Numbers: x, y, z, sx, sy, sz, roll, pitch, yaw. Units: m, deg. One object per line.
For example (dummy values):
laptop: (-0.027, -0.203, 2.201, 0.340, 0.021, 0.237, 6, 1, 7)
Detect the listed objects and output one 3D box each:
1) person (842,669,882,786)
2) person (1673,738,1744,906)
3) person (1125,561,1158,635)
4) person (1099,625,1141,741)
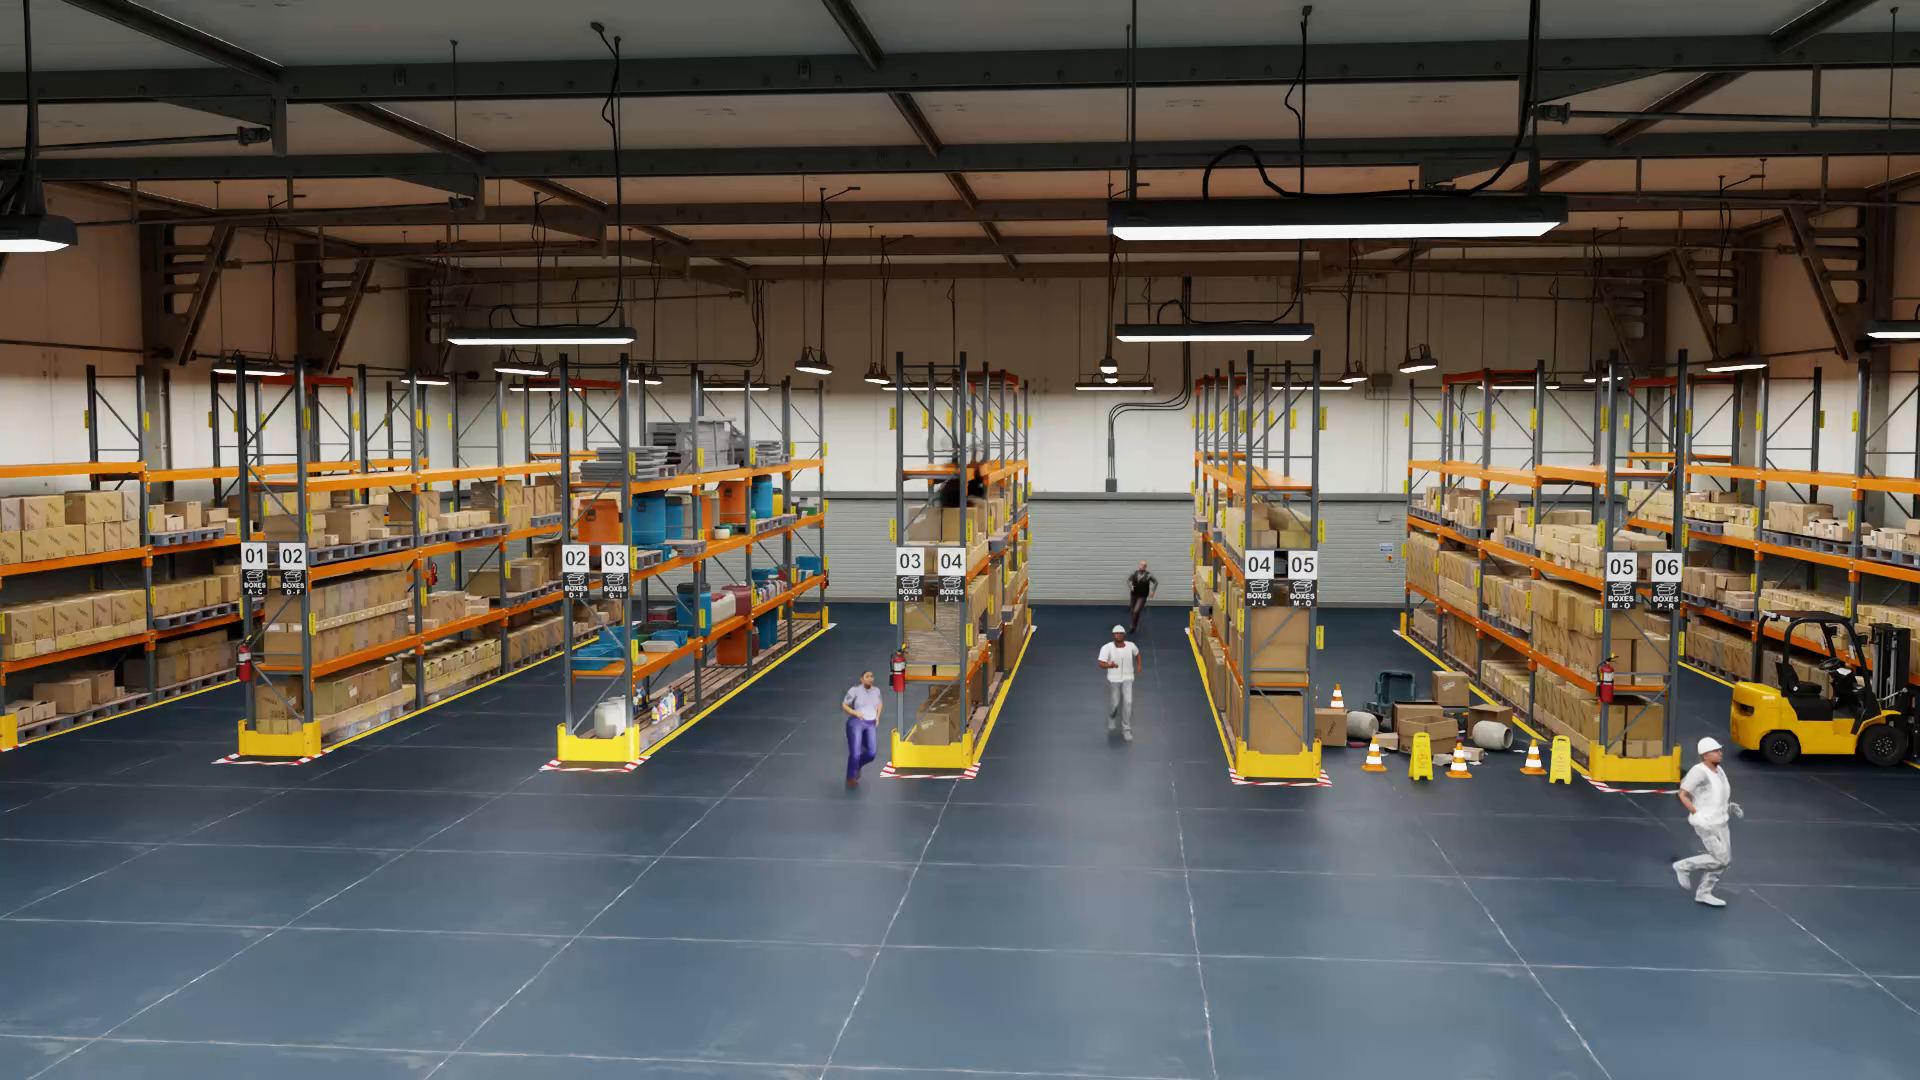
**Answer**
person: (-1.310, 2.587, 22.955, 0.624, 1.581, 0.570, -2, 4, -24)
person: (7.762, 2.913, 17.248, 0.686, 1.733, 0.599, -4, 5, -42)
person: (4.224, 1.341, 39.133, 0.750, 1.708, 0.887, 2, 5, 26)
person: (2.552, 2.233, 26.400, 0.706, 1.759, 0.979, 0, 4, -2)
